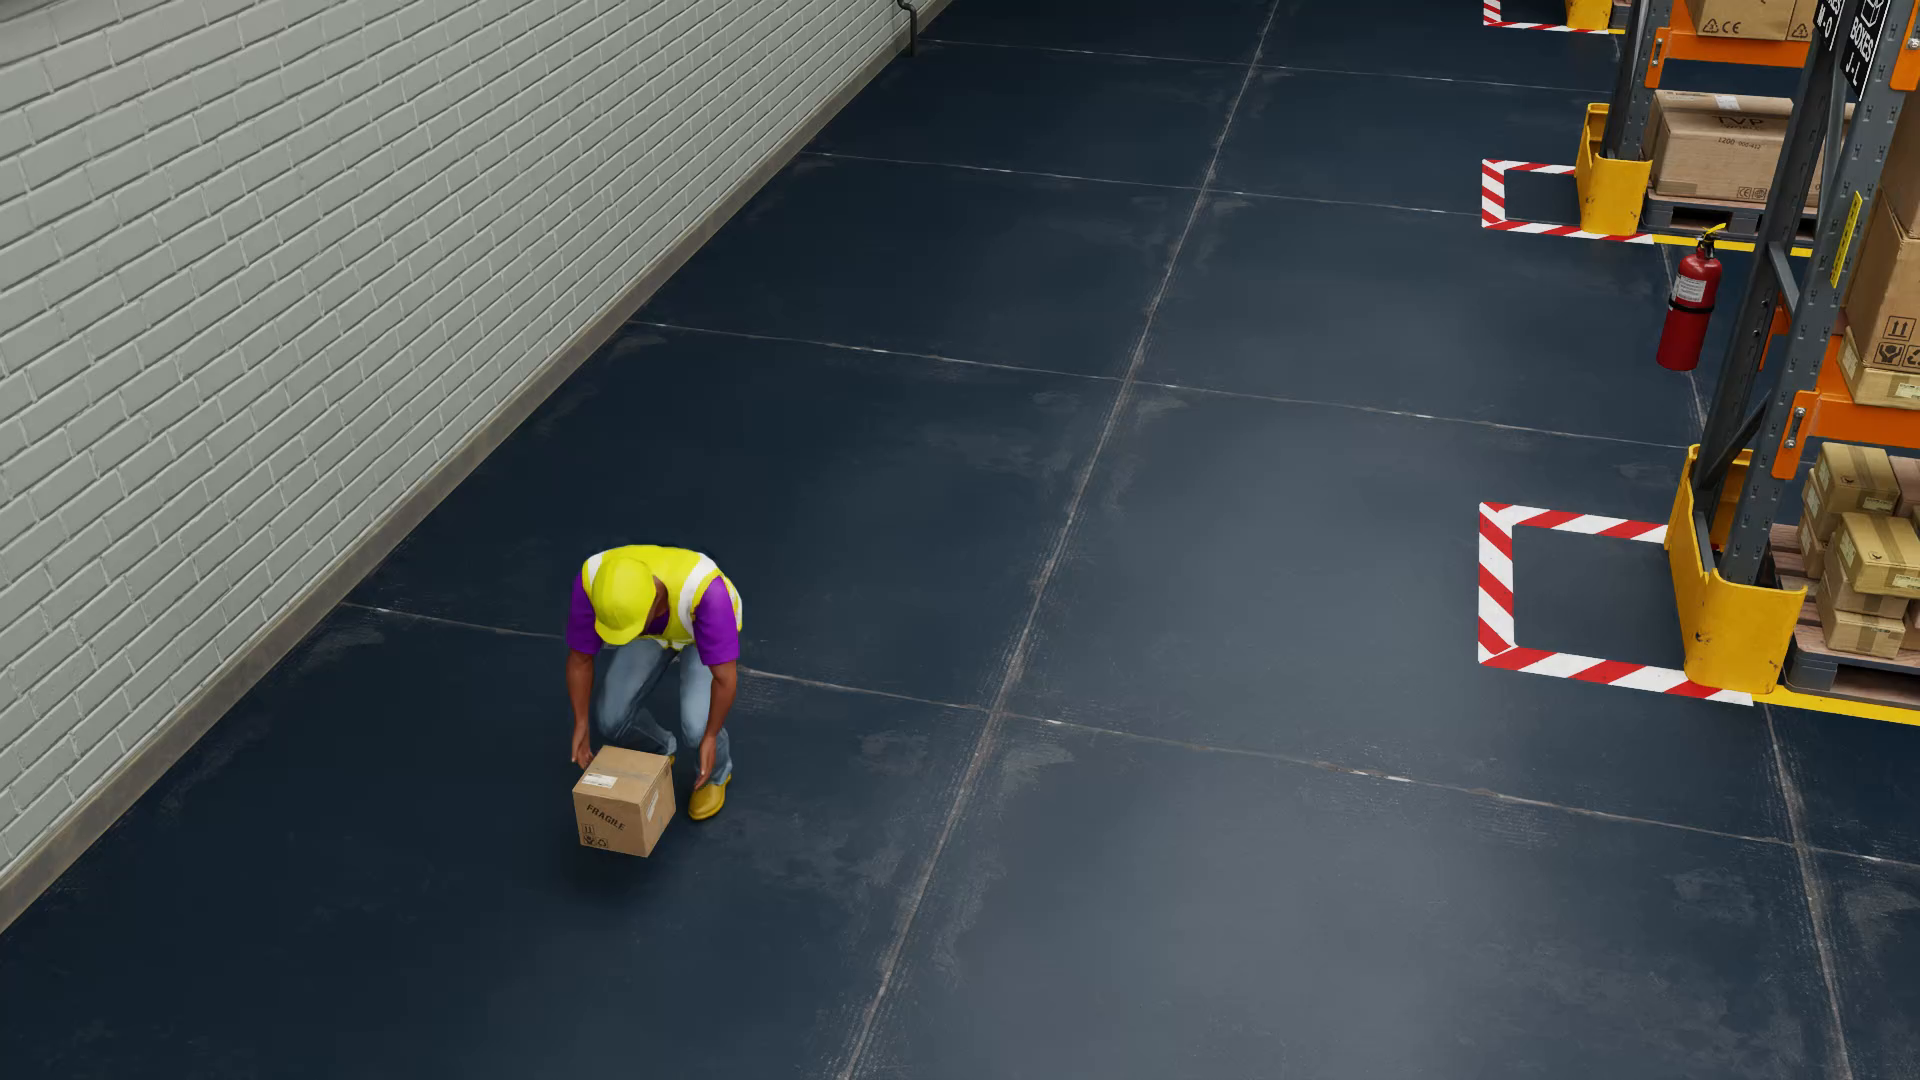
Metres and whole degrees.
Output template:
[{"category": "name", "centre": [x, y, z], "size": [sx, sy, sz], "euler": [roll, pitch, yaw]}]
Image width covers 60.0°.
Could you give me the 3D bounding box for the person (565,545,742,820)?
[{"category": "person", "centre": [-1.026, 0.445, 5.896], "size": [0.626, 1.257, 0.823], "euler": [8, 34, 12]}]
